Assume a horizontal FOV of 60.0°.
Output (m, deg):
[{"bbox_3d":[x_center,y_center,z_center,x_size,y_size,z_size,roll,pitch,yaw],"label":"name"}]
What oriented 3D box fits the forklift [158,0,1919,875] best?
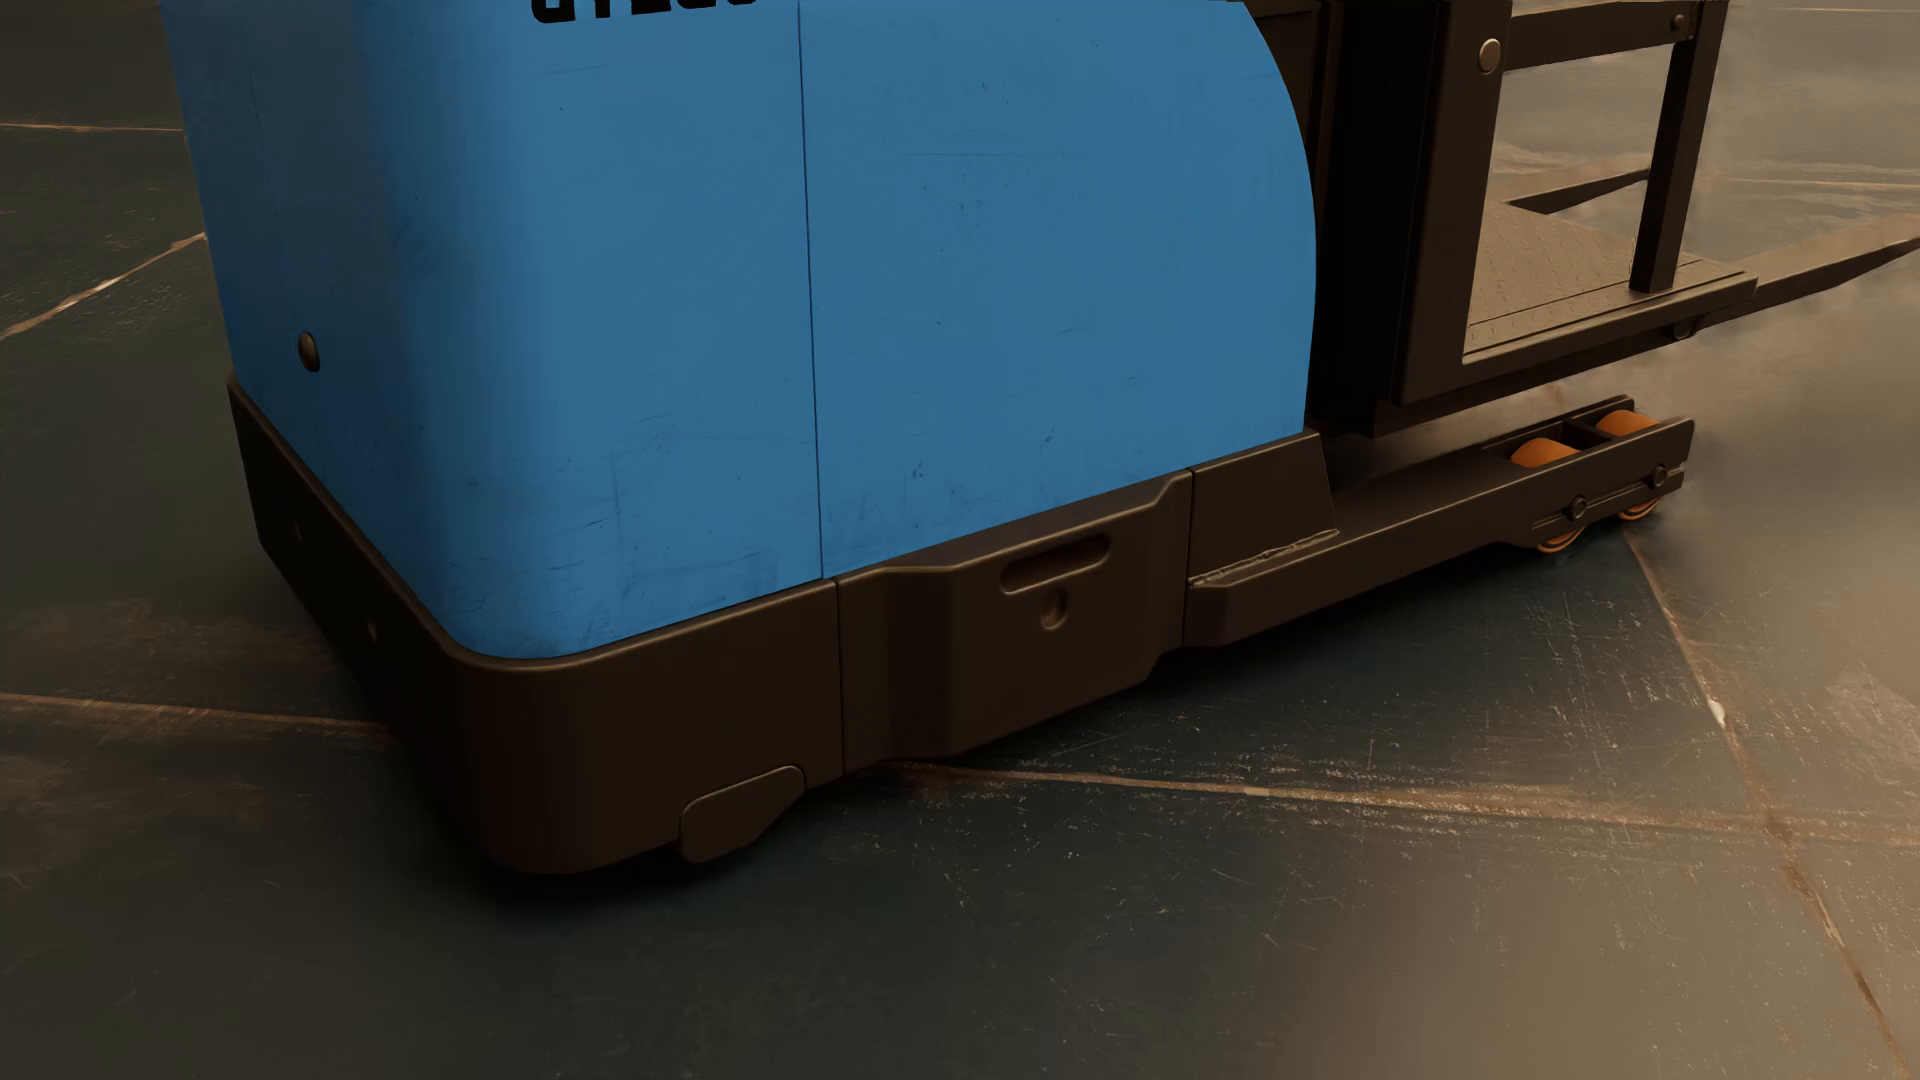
[{"bbox_3d":[0.509,-1.469,2.162,3.031,2.935,1.130,-17,31,-31],"label":"forklift"}]
